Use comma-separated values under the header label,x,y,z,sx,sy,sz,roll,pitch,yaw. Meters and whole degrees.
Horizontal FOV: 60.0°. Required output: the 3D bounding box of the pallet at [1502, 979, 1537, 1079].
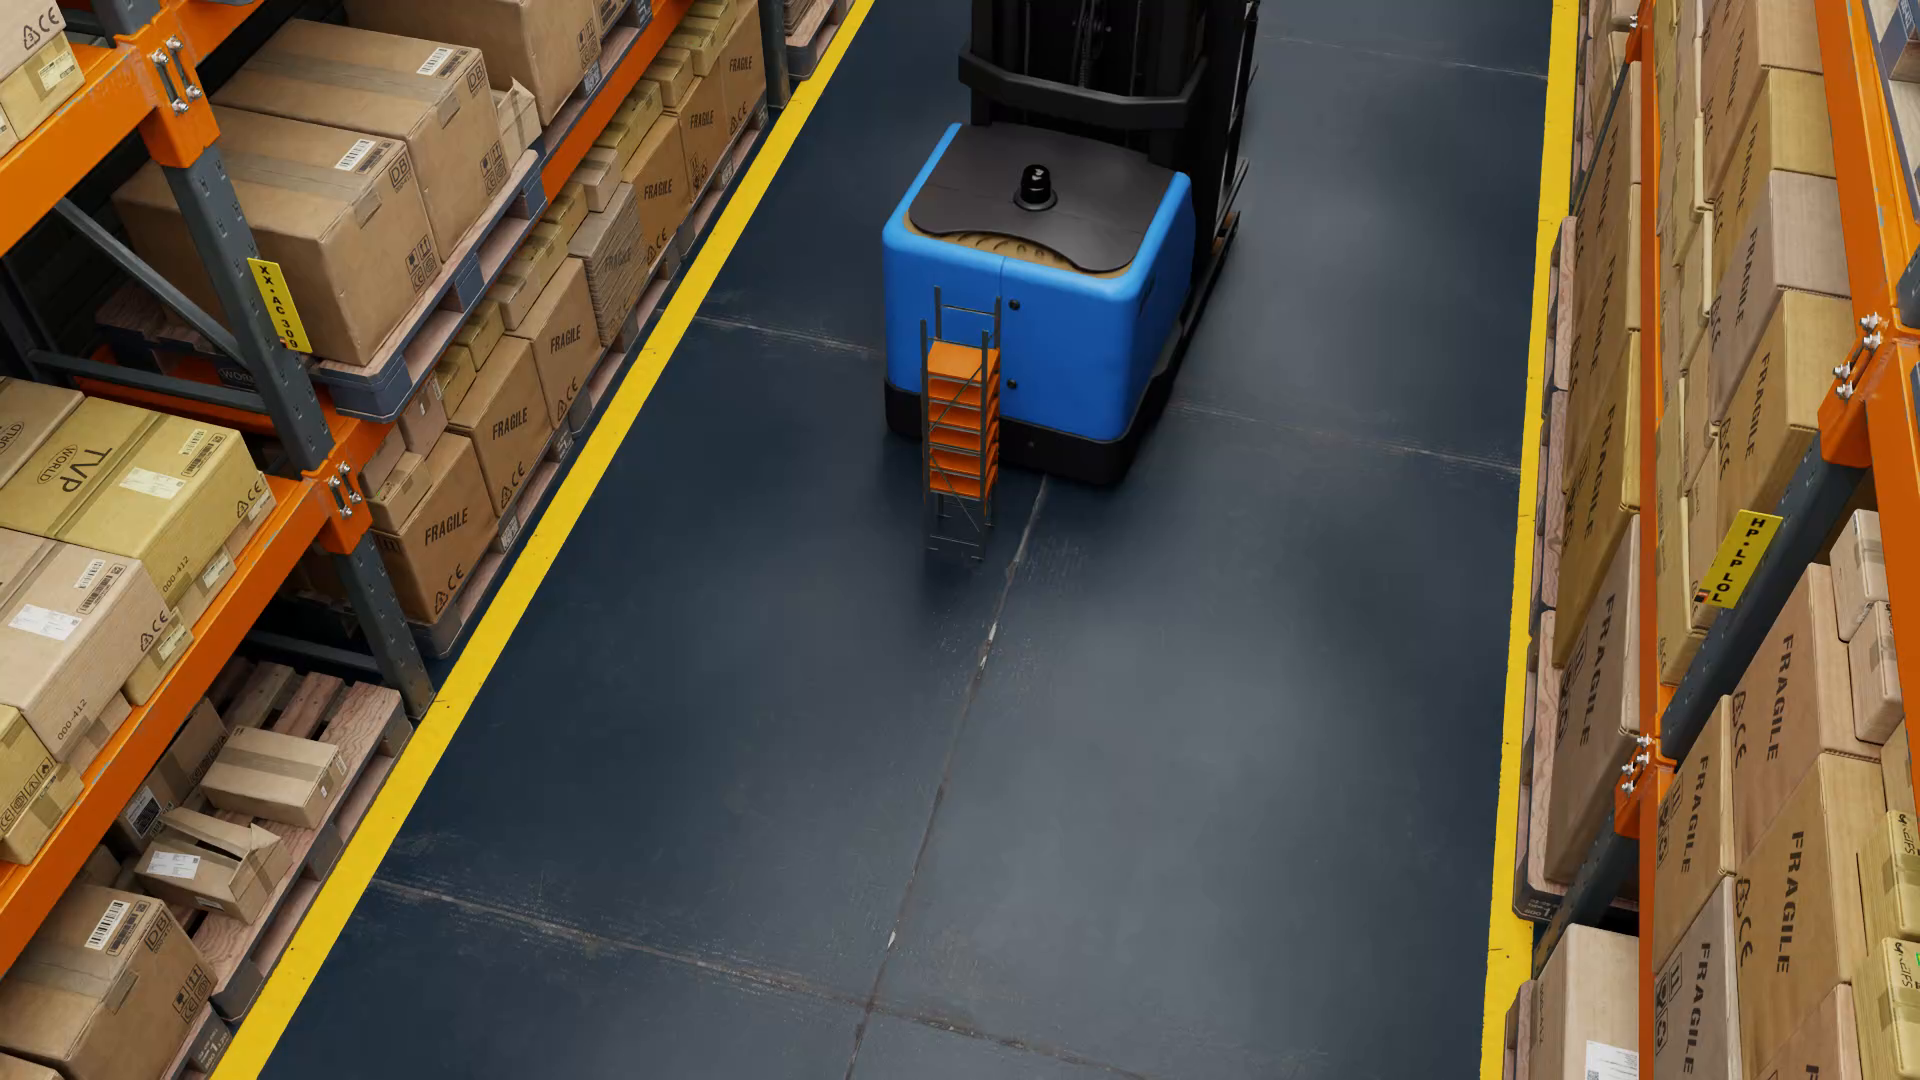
label,x,y,z,sx,sy,sz,roll,pitch,yaw
pallet,2.078,1.964,4.795,1.003,0.211,1.213,12,50,10

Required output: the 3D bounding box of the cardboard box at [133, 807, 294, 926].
label,x,y,z,sx,sy,sz,roll,pitch,yaw
cardboard box,-2.394,1.014,5.316,0.396,0.266,0.258,13,50,11

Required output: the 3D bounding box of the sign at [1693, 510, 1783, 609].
label,x,y,z,sx,sy,sz,roll,pitch,yaw
sign,1.827,0.049,3.905,0.100,0.325,0.005,12,50,10

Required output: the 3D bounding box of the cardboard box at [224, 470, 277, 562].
label,x,y,z,sx,sy,sz,roll,pitch,yaw
cardboard box,-2.277,-0.107,4.930,0.380,0.149,0.250,12,50,11

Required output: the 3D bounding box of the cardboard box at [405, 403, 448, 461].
label,x,y,z,sx,sy,sz,roll,pitch,yaw
cardboard box,-2.087,-0.420,5.993,0.380,0.149,0.250,10,49,9

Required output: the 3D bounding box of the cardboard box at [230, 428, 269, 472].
label,x,y,z,sx,sy,sz,roll,pitch,yaw
cardboard box,-2.618,-0.320,5.905,0.380,0.149,0.250,10,49,9

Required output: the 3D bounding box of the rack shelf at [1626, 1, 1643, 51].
label,x,y,z,sx,sy,sz,roll,pitch,yaw
rack shelf,3.932,-3.596,8.321,1.077,0.370,4.000,12,50,10

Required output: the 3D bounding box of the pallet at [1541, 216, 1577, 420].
label,x,y,z,sx,sy,sz,roll,pitch,yaw
pallet,3.126,-0.909,7.330,1.003,0.211,1.213,12,50,10

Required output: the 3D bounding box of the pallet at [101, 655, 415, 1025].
label,x,y,z,sx,sy,sz,roll,pitch,yaw
pallet,-2.618,0.949,5.691,1.003,0.211,1.213,12,50,10

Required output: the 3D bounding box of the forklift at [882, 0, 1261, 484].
label,x,y,z,sx,sy,sz,roll,pitch,yaw
forklift,0.680,-2.326,6.766,1.130,2.935,3.031,16,50,13

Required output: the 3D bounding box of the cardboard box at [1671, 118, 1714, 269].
label,x,y,z,sx,sy,sz,roll,pitch,yaw
cardboard box,2.608,-1.089,5.396,0.500,0.250,0.500,12,50,11

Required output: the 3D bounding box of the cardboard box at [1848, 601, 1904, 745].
label,x,y,z,sx,sy,sz,roll,pitch,yaw
cardboard box,1.968,0.293,3.243,0.380,0.149,0.250,12,50,11

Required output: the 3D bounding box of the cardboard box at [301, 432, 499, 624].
label,x,y,z,sx,sy,sz,roll,pitch,yaw
cardboard box,-2.092,-0.088,6.133,0.500,0.500,0.500,14,50,12

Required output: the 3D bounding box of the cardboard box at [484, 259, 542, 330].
label,x,y,z,sx,sy,sz,roll,pitch,yaw
cardboard box,-1.870,-0.982,6.489,0.380,0.149,0.250,11,50,10

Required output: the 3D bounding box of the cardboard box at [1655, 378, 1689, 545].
label,x,y,z,sx,sy,sz,roll,pitch,yaw
cardboard box,2.363,-0.187,4.933,0.500,0.250,0.500,11,49,10

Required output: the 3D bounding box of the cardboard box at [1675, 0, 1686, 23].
label,x,y,z,sx,sy,sz,roll,pitch,yaw
cardboard box,3.034,-2.185,6.363,0.500,0.250,0.500,11,50,10

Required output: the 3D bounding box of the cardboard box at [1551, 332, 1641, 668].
label,x,y,z,sx,sy,sz,roll,pitch,yaw
cardboard box,2.669,-0.049,5.848,0.875,0.875,0.875,13,50,11

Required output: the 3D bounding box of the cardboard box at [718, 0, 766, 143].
label,x,y,z,sx,sy,sz,roll,pitch,yaw
cardboard box,-1.288,-2.327,8.109,0.500,0.500,0.500,13,50,11

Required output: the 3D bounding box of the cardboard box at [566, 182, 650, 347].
label,x,y,z,sx,sy,sz,roll,pitch,yaw
cardboard box,-1.683,-1.209,7.122,0.500,0.500,0.500,10,49,9

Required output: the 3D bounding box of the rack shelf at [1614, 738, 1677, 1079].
label,x,y,z,sx,sy,sz,roll,pitch,yaw
rack shelf,1.827,2.191,3.214,1.077,0.370,4.000,12,50,10

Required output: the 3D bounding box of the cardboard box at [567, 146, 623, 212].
label,x,y,z,sx,sy,sz,roll,pitch,yaw
cardboard box,-1.645,-1.530,6.973,0.380,0.149,0.250,9,49,8

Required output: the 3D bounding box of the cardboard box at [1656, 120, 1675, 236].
label,x,y,z,sx,sy,sz,roll,pitch,yaw
cardboard box,2.773,-1.280,5.898,0.500,0.250,0.500,13,50,11

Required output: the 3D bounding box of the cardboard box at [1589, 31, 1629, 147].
label,x,y,z,sx,sy,sz,roll,pitch,yaw
cardboard box,3.564,-2.063,7.962,0.950,0.372,0.625,9,49,7

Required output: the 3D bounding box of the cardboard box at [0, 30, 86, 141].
label,x,y,z,sx,sy,sz,roll,pitch,yaw
cardboard box,-2.246,-1.062,3.772,0.380,0.149,0.250,11,50,10

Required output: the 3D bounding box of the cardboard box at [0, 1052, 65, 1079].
label,x,y,z,sx,sy,sz,roll,pitch,yaw
cardboard box,-2.739,1.714,4.543,0.500,0.500,0.500,12,50,11

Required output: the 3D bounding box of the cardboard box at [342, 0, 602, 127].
label,x,y,z,sx,sy,sz,roll,pitch,yaw
cardboard box,-1.750,-1.891,5.990,0.700,0.500,0.500,11,50,10

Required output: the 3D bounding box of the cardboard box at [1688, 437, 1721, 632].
label,x,y,z,sx,sy,sz,roll,pitch,yaw
cardboard box,2.235,0.024,4.414,0.500,0.250,0.500,12,50,10

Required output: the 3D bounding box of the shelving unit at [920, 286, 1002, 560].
label,x,y,z,sx,sy,sz,roll,pitch,yaw
shelving unit,0.004,-0.407,6.228,0.258,1.200,0.189,12,50,10

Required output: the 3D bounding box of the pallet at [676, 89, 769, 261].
label,x,y,z,sx,sy,sz,roll,pitch,yaw
pallet,-1.617,-1.909,8.213,1.003,0.211,1.213,12,50,10

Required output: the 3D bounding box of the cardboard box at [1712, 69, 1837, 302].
label,x,y,z,sx,sy,sz,roll,pitch,yaw
cardboard box,2.510,-0.969,4.790,0.500,0.500,0.500,13,50,11

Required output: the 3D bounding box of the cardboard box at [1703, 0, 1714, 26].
label,x,y,z,sx,sy,sz,roll,pitch,yaw
cardboard box,2.919,-2.082,5.772,0.500,0.500,0.500,12,50,10

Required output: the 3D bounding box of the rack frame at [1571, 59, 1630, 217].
label,x,y,z,sx,sy,sz,roll,pitch,yaw
rack frame,3.406,-2.387,6.775,1.000,3.000,0.127,12,50,10

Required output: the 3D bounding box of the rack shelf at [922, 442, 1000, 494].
label,x,y,z,sx,sy,sz,roll,pitch,yaw
rack shelf,0.004,-0.299,6.352,0.258,0.103,0.180,12,50,10

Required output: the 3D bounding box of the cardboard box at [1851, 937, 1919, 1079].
label,x,y,z,sx,sy,sz,roll,pitch,yaw
cardboard box,1.719,0.841,2.760,0.380,0.149,0.250,10,49,9

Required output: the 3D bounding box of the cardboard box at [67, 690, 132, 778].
label,x,y,z,sx,sy,sz,roll,pitch,yaw
cardboard box,-2.465,0.463,4.427,0.380,0.149,0.250,13,50,11

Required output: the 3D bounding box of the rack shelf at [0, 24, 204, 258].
label,x,y,z,sx,sy,sz,roll,pitch,yaw
rack shelf,-2.963,0.221,2.952,1.077,0.370,4.000,12,50,10

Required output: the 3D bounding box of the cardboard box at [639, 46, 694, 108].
label,x,y,z,sx,sy,sz,roll,pitch,yaw
cardboard box,-1.423,-2.098,7.474,0.380,0.149,0.250,10,49,9

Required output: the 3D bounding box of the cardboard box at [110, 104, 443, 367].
label,x,y,z,sx,sy,sz,roll,pitch,yaw
cardboard box,-2.093,-0.948,5.158,0.700,0.500,0.500,13,50,11

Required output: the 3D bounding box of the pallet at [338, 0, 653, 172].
label,x,y,z,sx,sy,sz,roll,pitch,yaw
pallet,-1.891,-1.893,6.467,1.003,0.211,1.213,12,50,10

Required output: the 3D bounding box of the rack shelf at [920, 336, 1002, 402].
label,x,y,z,sx,sy,sz,roll,pitch,yaw
rack shelf,0.004,-0.616,5.992,0.258,0.103,0.180,12,50,10

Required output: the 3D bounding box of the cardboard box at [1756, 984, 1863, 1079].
label,x,y,z,sx,sy,sz,roll,pitch,yaw
cardboard box,1.709,1.171,2.901,0.500,0.500,0.500,12,50,11

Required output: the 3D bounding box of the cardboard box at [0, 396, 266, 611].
label,x,y,z,sx,sy,sz,roll,pitch,yaw
cardboard box,-2.335,-0.103,4.661,0.500,0.250,0.500,13,50,11

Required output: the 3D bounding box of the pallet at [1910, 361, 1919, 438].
label,x,y,z,sx,sy,sz,roll,pitch,yaw
pallet,2.128,0.133,2.610,1.003,0.211,1.213,12,50,10
